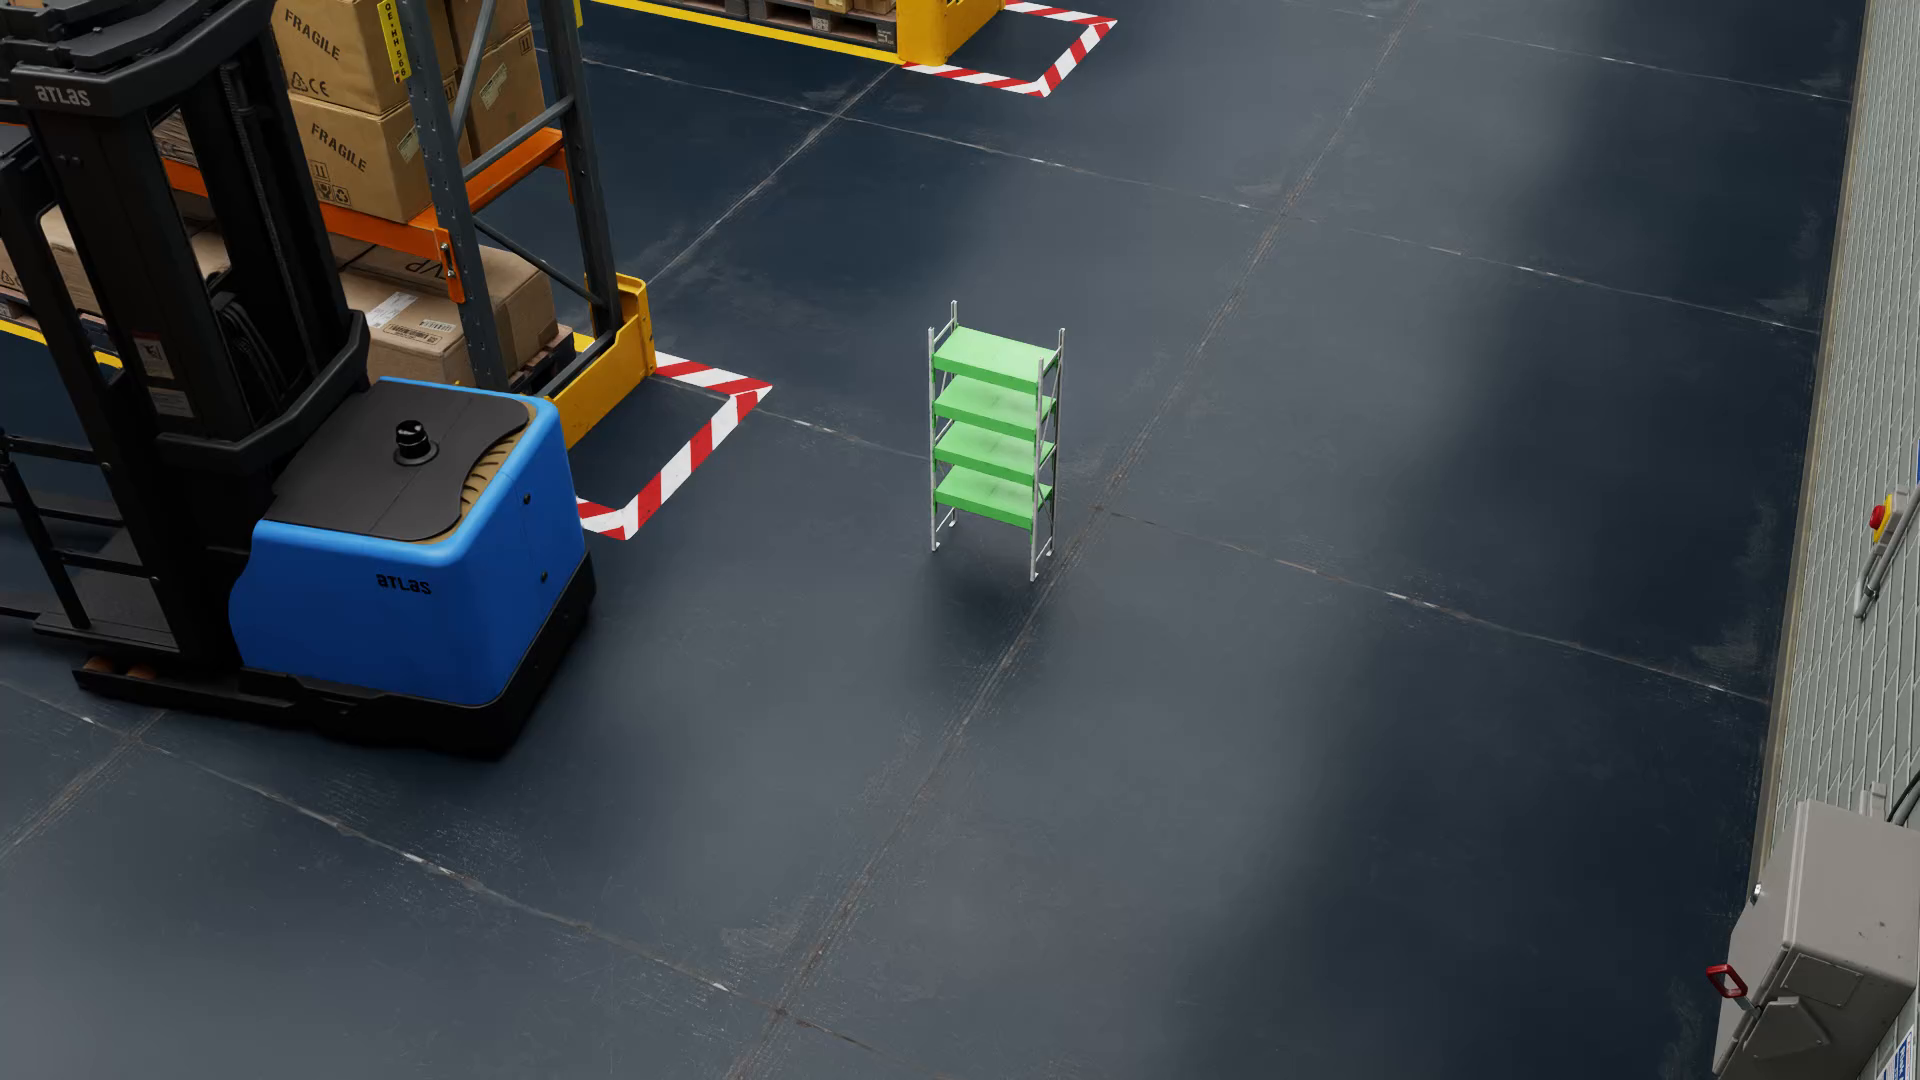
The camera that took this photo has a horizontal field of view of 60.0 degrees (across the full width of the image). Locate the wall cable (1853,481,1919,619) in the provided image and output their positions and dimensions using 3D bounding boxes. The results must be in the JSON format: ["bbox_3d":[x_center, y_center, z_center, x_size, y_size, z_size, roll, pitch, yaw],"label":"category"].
[{"bbox_3d":[3.138,-0.609,5.246,0.123,1.953,0.585,17,44,19],"label":"wall cable"}]

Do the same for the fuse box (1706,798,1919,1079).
[{"bbox_3d":[2.117,1.480,4.619,0.414,1.711,0.539,17,44,19],"label":"fuse box"}]

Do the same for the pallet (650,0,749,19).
[{"bbox_3d":[-1.873,-4.279,12.409,1.213,0.211,1.003,17,44,19],"label":"pallet"}]

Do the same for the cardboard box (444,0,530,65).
[{"bbox_3d":[-2.297,-2.478,7.363,0.500,0.500,0.500,16,43,18],"label":"cardboard box"}]

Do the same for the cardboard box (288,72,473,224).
[{"bbox_3d":[-2.531,-1.775,7.315,0.500,0.500,0.500,17,44,19],"label":"cardboard box"}]

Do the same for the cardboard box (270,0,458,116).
[{"bbox_3d":[-2.520,-2.168,7.006,0.500,0.500,0.500,18,44,20],"label":"cardboard box"}]

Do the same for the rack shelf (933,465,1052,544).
[{"bbox_3d":[0.150,-0.178,7.387,0.480,0.148,0.258,17,44,19],"label":"rack shelf"}]

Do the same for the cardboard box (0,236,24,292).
[{"bbox_3d":[-5.083,-1.821,9.080,0.875,0.438,0.875,16,44,18],"label":"cardboard box"}]

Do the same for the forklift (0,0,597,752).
[{"bbox_3d":[-3.159,-0.765,6.279,3.031,2.935,1.130,8,42,10],"label":"forklift"}]

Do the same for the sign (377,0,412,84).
[{"bbox_3d":[-2.224,-1.969,6.551,0.005,0.325,0.100,17,44,19],"label":"sign"}]

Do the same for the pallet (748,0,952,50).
[{"bbox_3d":[-0.771,-3.940,12.018,1.213,0.211,1.003,17,44,19],"label":"pallet"}]

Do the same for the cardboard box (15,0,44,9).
[{"bbox_3d":[-3.907,-2.575,7.475,0.500,0.500,0.500,17,44,18],"label":"cardboard box"}]

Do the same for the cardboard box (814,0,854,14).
[{"bbox_3d":[-0.822,-3.841,11.631,0.250,0.149,0.380,18,44,20],"label":"cardboard box"}]

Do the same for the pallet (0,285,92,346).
[{"bbox_3d":[-4.951,-1.557,9.270,1.213,0.211,1.003,17,44,19],"label":"pallet"}]

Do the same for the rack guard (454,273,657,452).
[{"bbox_3d":[-1.960,-0.809,8.186,0.348,0.500,1.175,17,44,19],"label":"rack guard"}]

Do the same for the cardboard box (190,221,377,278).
[{"bbox_3d":[-3.455,-1.323,8.505,0.875,0.438,0.875,18,44,20],"label":"cardboard box"}]

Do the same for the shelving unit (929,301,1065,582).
[{"bbox_3d":[0.150,-0.408,7.188,0.503,1.200,0.258,17,44,19],"label":"shelving unit"}]

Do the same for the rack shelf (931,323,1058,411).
[{"bbox_3d":[0.150,-0.722,6.916,0.480,0.148,0.258,17,44,19],"label":"rack shelf"}]

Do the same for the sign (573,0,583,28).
[{"bbox_3d":[-1.742,-2.445,7.443,0.005,0.325,0.100,17,44,19],"label":"sign"}]

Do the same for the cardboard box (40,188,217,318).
[{"bbox_3d":[-4.272,-1.574,8.795,0.875,0.438,0.875,16,43,17],"label":"cardboard box"}]

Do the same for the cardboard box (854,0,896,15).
[{"bbox_3d":[-0.546,-3.830,11.618,0.250,0.149,0.380,18,44,19],"label":"cardboard box"}]

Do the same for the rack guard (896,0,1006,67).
[{"bbox_3d":[-0.050,-3.803,11.640,0.348,0.500,1.175,17,44,19],"label":"rack guard"}]

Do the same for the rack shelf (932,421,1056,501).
[{"bbox_3d":[0.150,-0.359,7.230,0.480,0.148,0.258,17,44,19],"label":"rack shelf"}]

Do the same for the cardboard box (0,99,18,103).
[{"bbox_3d":[-4.390,-2.337,7.964,0.500,0.500,0.500,17,44,19],"label":"cardboard box"}]

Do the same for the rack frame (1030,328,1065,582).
[{"bbox_3d":[0.371,-0.340,7.110,0.015,1.200,0.240,17,44,19],"label":"rack frame"}]

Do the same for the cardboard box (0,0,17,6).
[{"bbox_3d":[-4.363,-2.716,7.637,0.500,0.500,0.500,18,44,19],"label":"cardboard box"}]

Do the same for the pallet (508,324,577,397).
[{"bbox_3d":[-2.740,-0.882,8.490,1.213,0.211,1.003,17,44,19],"label":"pallet"}]

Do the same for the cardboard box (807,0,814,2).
[{"bbox_3d":[-1.025,-3.965,11.775,0.250,0.149,0.380,17,44,18],"label":"cardboard box"}]

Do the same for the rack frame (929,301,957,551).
[{"bbox_3d":[-0.071,-0.475,7.266,0.015,1.200,0.240,17,44,19],"label":"rack frame"}]

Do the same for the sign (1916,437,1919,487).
[{"bbox_3d":[3.213,-0.327,5.514,0.001,0.218,0.327,17,44,19],"label":"sign"}]

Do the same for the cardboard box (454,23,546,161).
[{"bbox_3d":[-2.296,-2.102,7.692,0.500,0.500,0.500,17,44,18],"label":"cardboard box"}]

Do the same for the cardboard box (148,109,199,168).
[{"bbox_3d":[-3.450,-2.059,7.643,0.500,0.500,0.500,18,44,20],"label":"cardboard box"}]

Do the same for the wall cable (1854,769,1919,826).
[{"bbox_3d":[2.549,0.248,4.282,0.122,1.984,0.588,17,44,19],"label":"wall cable"}]

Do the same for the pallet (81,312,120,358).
[{"bbox_3d":[-3.841,-1.220,8.881,1.213,0.211,1.003,17,44,19],"label":"pallet"}]

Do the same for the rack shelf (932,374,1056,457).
[{"bbox_3d":[0.150,-0.541,7.073,0.480,0.148,0.258,17,44,19],"label":"rack shelf"}]

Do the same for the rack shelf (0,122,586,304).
[{"bbox_3d":[-3.795,-2.042,8.249,4.000,0.370,1.077,17,44,19],"label":"rack shelf"}]

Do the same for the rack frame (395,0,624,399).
[{"bbox_3d":[-1.982,-1.760,7.375,0.127,3.000,1.000,17,44,19],"label":"rack frame"}]

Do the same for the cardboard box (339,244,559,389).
[{"bbox_3d":[-2.623,-1.074,8.219,0.875,0.438,0.875,16,43,17],"label":"cardboard box"}]

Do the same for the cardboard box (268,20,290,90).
[{"bbox_3d":[-3.006,-2.296,7.152,0.500,0.500,0.500,17,44,19],"label":"cardboard box"}]

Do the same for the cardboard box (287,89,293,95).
[{"bbox_3d":[-2.980,-1.923,7.486,0.500,0.500,0.500,16,43,18],"label":"cardboard box"}]

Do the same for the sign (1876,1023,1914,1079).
[{"bbox_3d":[2.096,1.380,3.824,0.001,0.494,0.329,17,44,19],"label":"sign"}]
